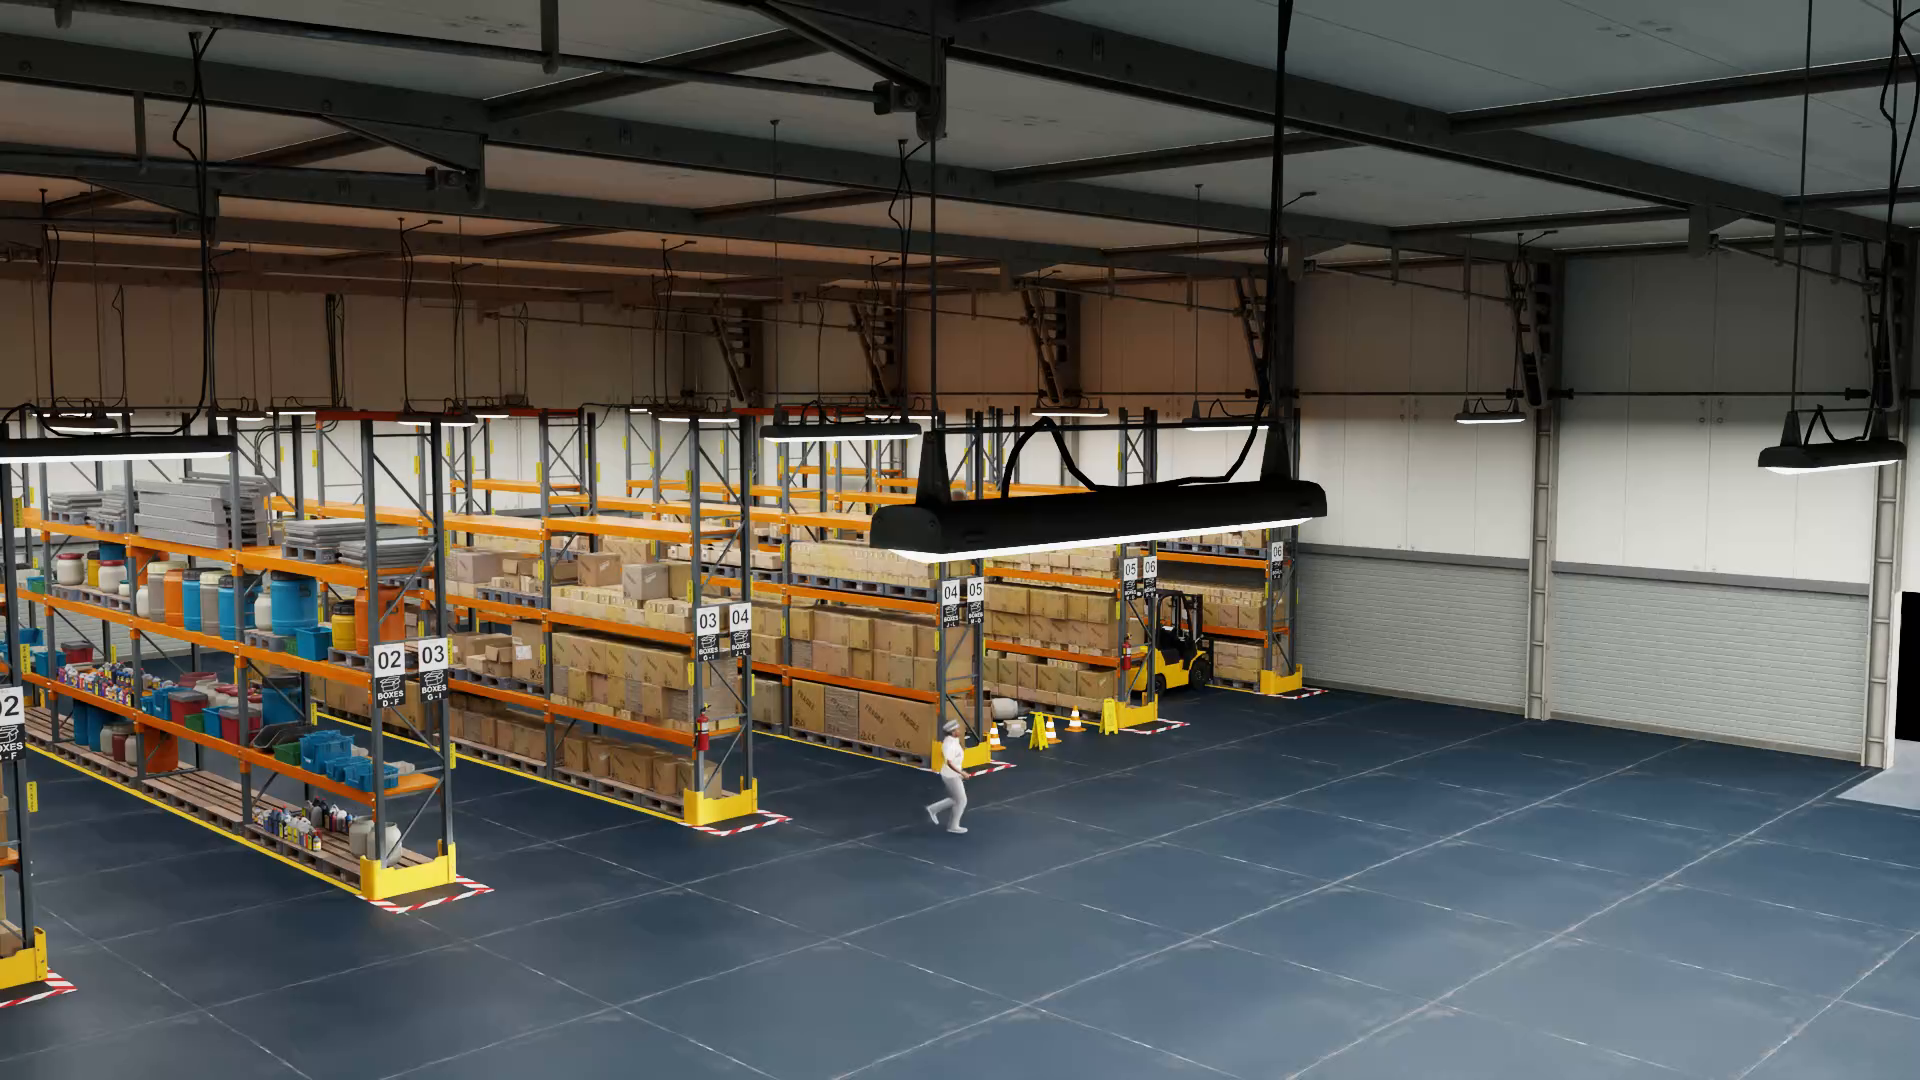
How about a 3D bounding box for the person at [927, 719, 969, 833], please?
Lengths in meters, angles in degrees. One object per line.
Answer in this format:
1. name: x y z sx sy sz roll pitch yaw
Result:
1. person: -0.177 3.392 23.937 0.600 1.662 0.596 0 5 -6
